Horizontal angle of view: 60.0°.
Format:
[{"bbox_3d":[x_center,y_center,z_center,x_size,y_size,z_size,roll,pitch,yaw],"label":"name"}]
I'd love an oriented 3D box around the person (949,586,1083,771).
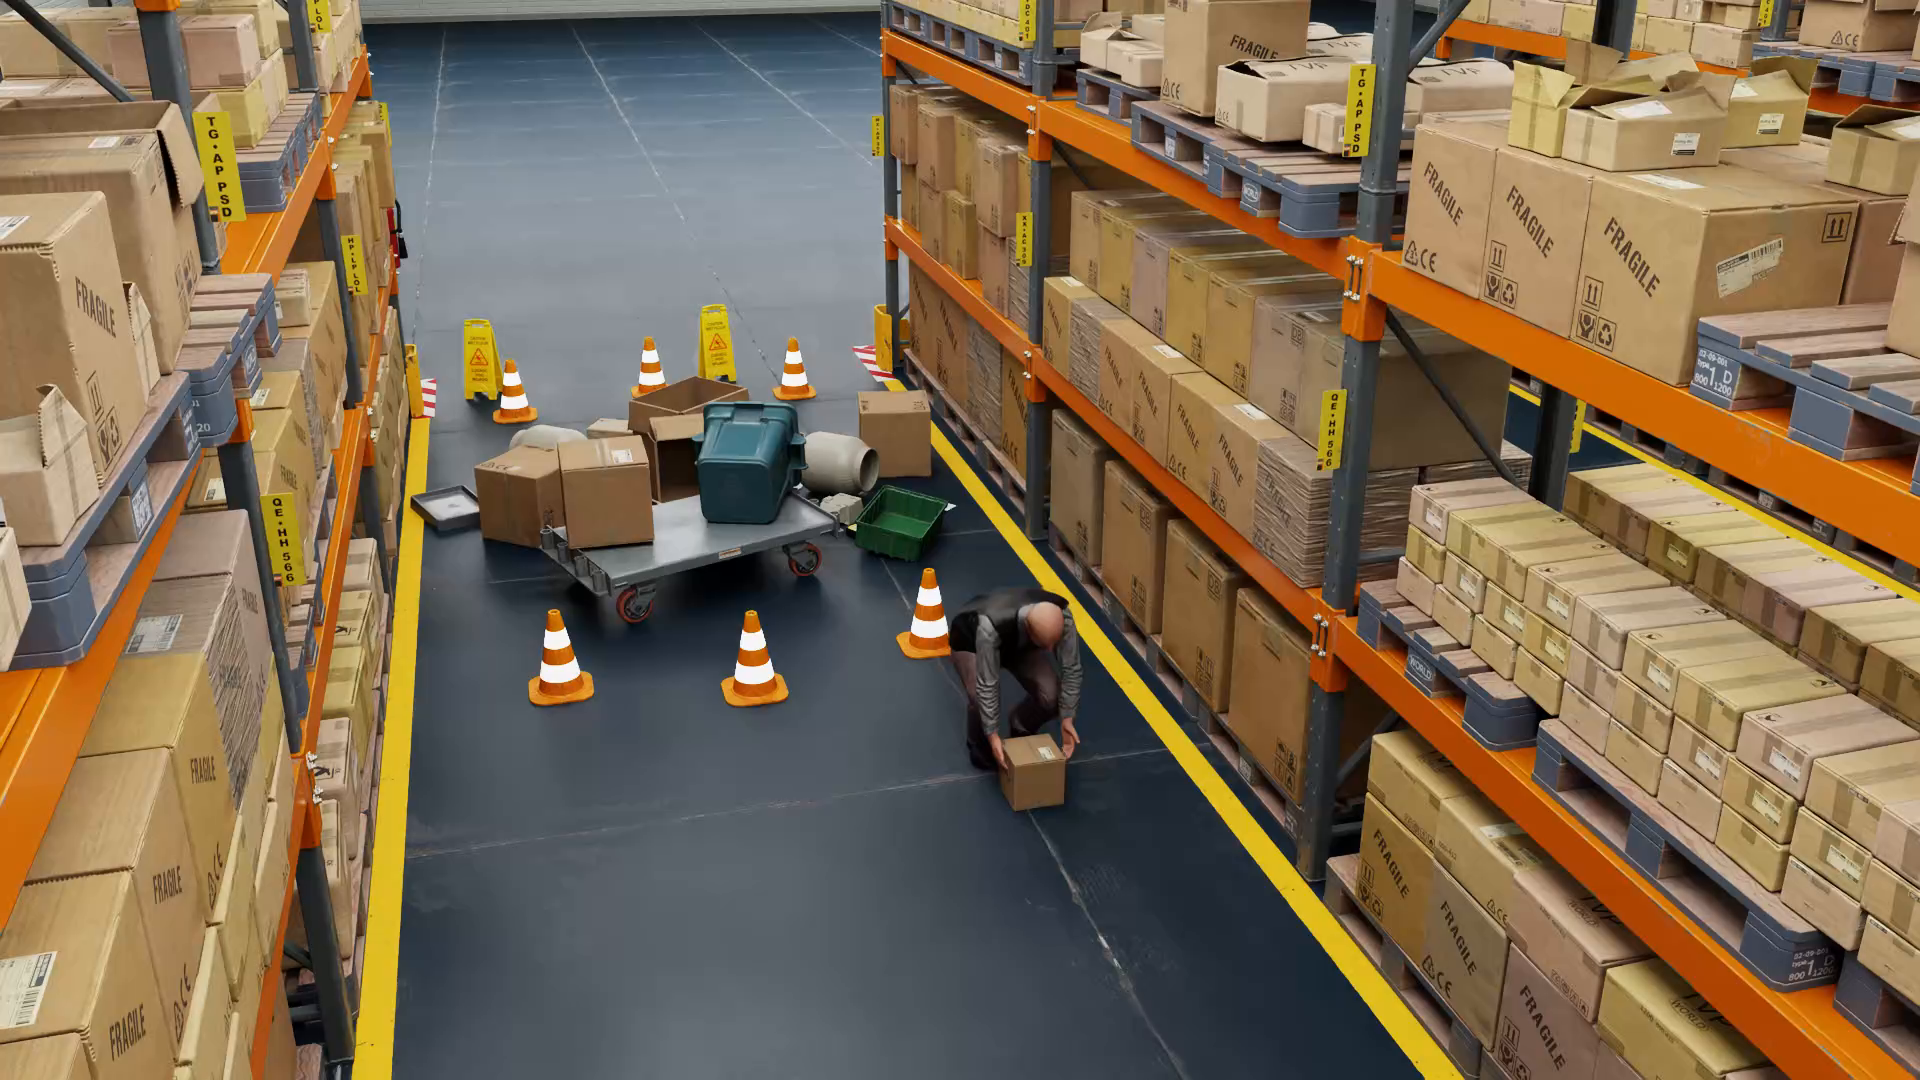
[{"bbox_3d":[0.275,0.598,8.085,0.541,0.926,0.859,-6,24,-15],"label":"person"}]
